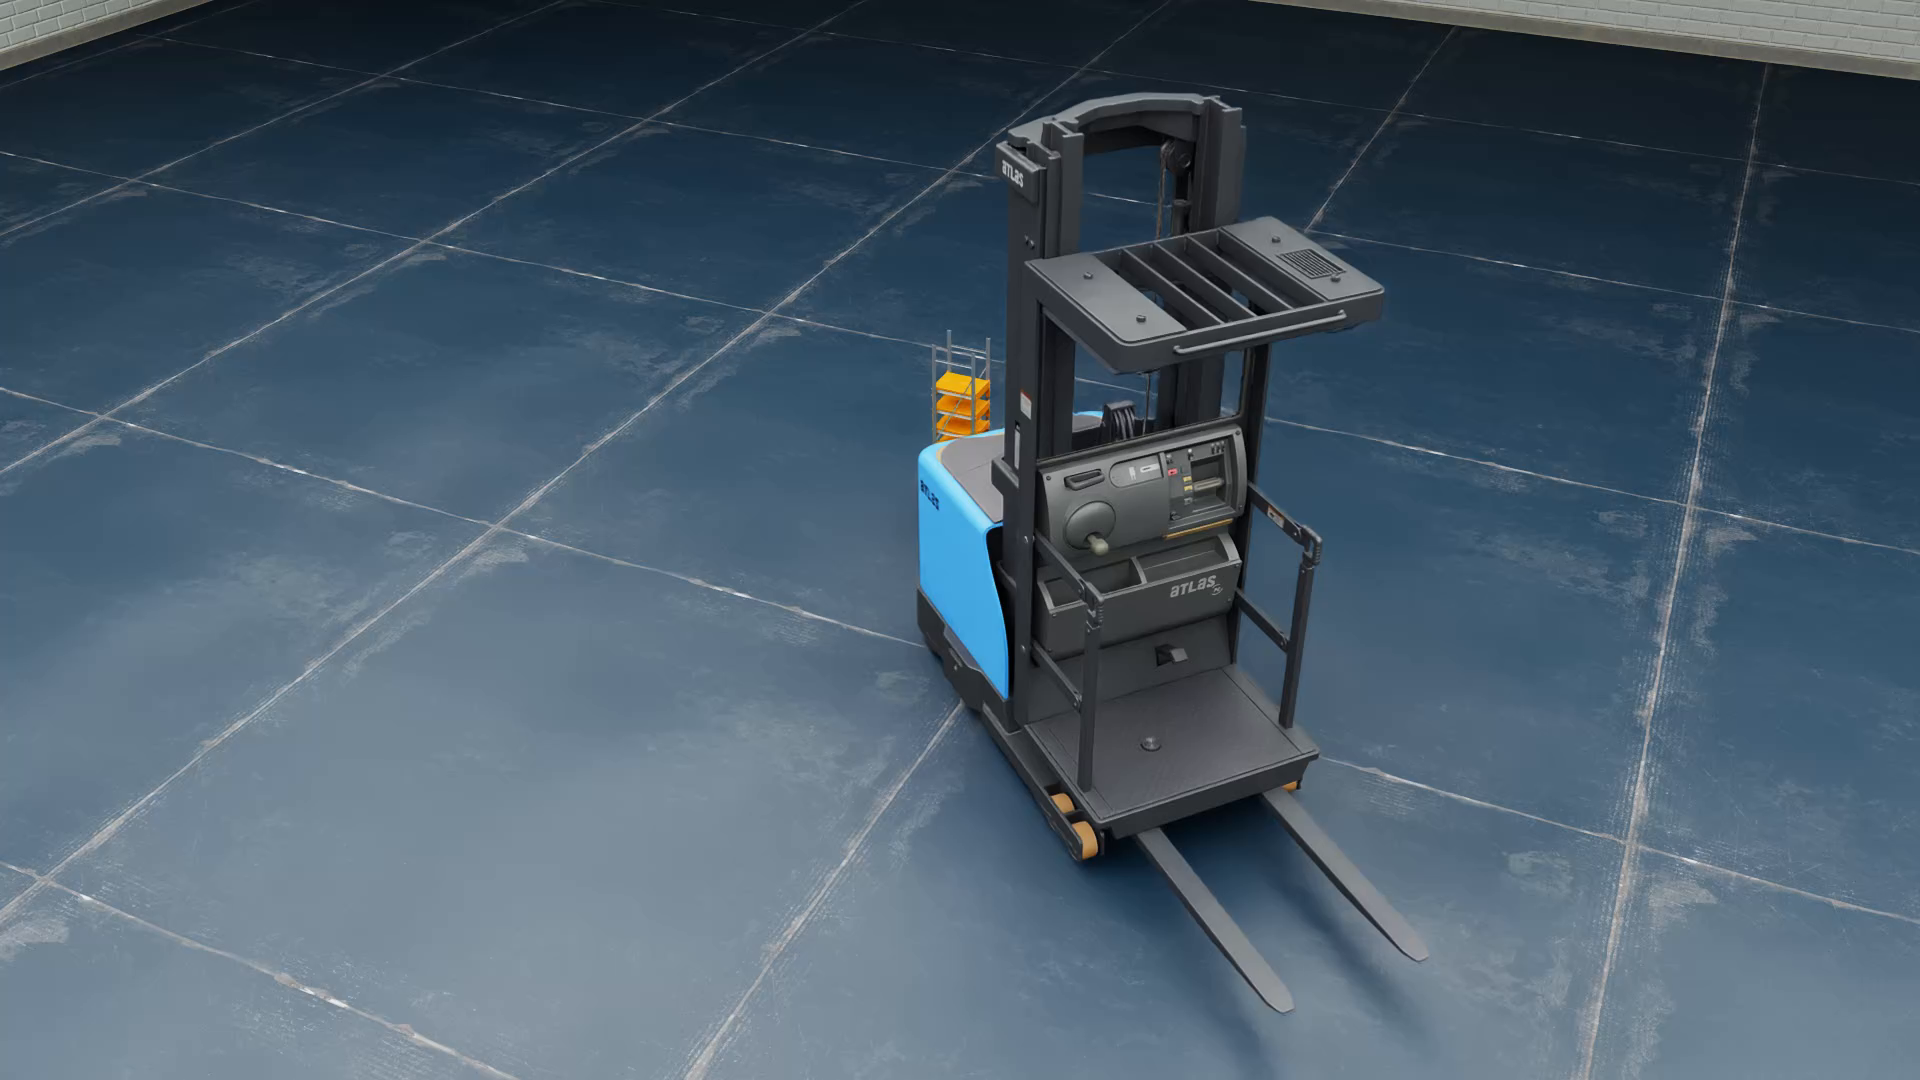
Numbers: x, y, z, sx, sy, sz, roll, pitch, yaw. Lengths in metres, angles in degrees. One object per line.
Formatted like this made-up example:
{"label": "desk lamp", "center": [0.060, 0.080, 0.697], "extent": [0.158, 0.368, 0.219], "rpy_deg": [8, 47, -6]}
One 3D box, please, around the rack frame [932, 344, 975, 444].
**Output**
{"label": "rack frame", "center": [-0.032, -0.463, 8.731], "extent": [0.240, 1.200, 0.006], "rpy_deg": [14, 36, 20]}

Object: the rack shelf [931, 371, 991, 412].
{"label": "rack shelf", "center": [0.006, -0.773, 8.627], "extent": [0.258, 0.103, 0.180], "rpy_deg": [14, 36, 20]}

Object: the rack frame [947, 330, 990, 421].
{"label": "rack frame", "center": [0.044, -0.555, 8.870], "extent": [0.240, 1.200, 0.006], "rpy_deg": [14, 36, 20]}

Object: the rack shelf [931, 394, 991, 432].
{"label": "rack shelf", "center": [0.006, -0.673, 8.693], "extent": [0.258, 0.103, 0.180], "rpy_deg": [14, 36, 20]}

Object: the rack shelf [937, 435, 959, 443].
{"label": "rack shelf", "center": [0.006, -0.472, 8.825], "extent": [0.258, 0.103, 0.180], "rpy_deg": [14, 36, 20]}

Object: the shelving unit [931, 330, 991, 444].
{"label": "shelving unit", "center": [0.006, -0.509, 8.800], "extent": [0.258, 1.200, 0.189], "rpy_deg": [14, 36, 20]}

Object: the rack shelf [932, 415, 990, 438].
{"label": "rack shelf", "center": [0.006, -0.572, 8.759], "extent": [0.258, 0.103, 0.180], "rpy_deg": [14, 36, 20]}

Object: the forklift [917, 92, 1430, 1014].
{"label": "forklift", "center": [0.855, -0.141, 6.660], "extent": [1.130, 2.935, 3.031], "rpy_deg": [-14, 36, -20]}
